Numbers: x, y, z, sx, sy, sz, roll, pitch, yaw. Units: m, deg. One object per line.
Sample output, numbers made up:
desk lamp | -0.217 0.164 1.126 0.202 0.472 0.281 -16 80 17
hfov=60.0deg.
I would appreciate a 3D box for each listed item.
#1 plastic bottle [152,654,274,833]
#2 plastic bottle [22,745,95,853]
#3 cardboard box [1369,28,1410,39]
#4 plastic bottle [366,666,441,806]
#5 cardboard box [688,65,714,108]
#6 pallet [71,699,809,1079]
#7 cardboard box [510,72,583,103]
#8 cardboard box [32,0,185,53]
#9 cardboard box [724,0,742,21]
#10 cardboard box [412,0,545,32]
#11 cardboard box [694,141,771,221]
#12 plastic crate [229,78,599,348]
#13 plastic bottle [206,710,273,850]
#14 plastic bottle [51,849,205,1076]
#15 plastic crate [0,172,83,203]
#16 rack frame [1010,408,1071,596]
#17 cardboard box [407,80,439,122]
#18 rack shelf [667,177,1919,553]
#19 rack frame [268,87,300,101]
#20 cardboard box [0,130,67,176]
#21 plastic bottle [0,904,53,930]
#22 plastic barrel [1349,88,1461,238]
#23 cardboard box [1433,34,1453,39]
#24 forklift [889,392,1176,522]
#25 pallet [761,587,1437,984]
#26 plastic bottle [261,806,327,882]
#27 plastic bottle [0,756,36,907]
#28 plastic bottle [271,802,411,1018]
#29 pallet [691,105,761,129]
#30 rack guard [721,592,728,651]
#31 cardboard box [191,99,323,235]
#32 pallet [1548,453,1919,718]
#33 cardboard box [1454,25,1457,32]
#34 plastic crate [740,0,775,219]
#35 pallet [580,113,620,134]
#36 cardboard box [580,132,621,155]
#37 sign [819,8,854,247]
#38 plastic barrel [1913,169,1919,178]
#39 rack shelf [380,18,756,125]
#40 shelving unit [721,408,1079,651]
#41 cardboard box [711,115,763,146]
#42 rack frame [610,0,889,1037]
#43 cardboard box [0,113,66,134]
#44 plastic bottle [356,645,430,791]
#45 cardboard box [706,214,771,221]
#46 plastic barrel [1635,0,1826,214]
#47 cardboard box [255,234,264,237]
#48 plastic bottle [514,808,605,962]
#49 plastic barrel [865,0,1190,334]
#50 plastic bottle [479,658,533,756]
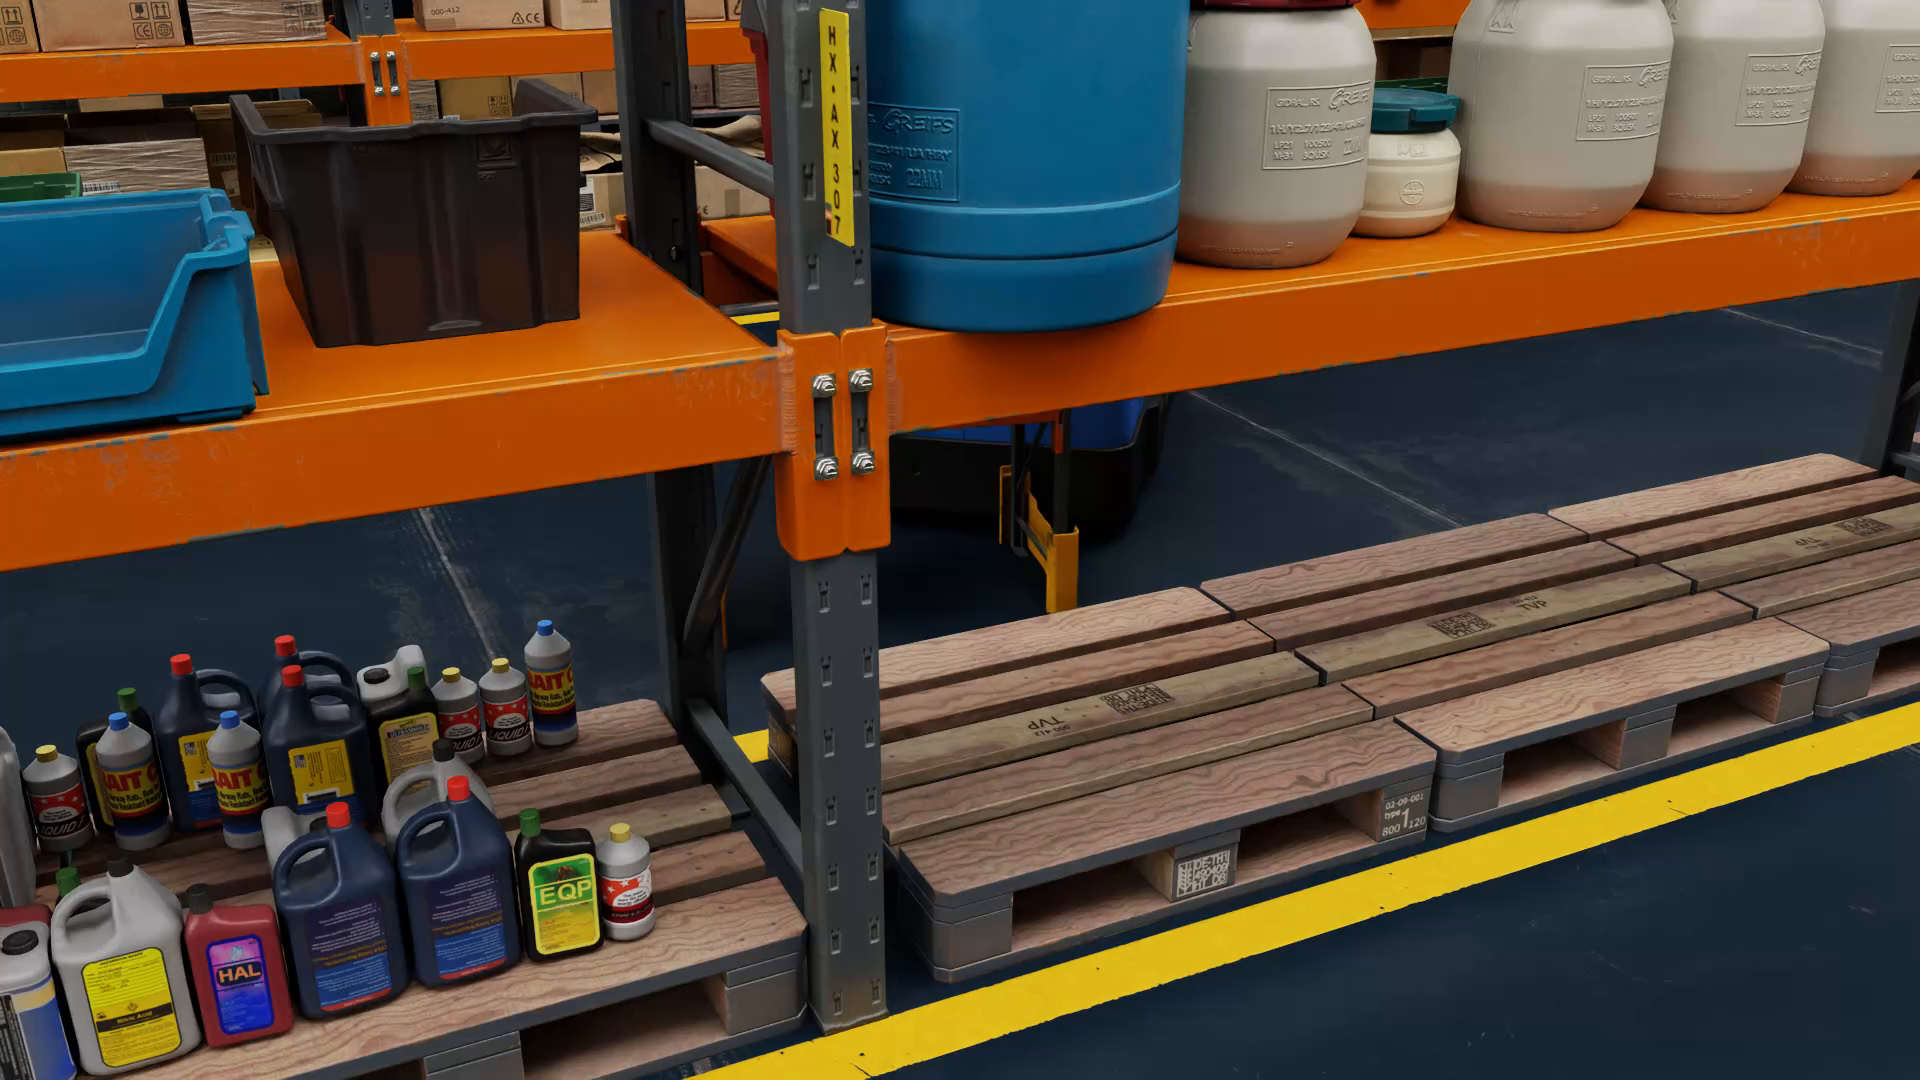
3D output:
plastic bottle | -1.484 0.386 3.285 0.185 0.351 0.144 -12 25 -26
plastic bottle | -1.749 0.493 3.220 0.097 0.201 0.097 0 22 0
cardboard box | 3.678 -4.609 15.181 0.500 0.500 0.700 -11 25 -24
plastic bottle | -1.116 0.396 3.348 0.133 0.283 0.061 -10 25 -24
cardboard box | -2.240 -3.601 12.720 0.500 0.500 0.700 -10 25 -24
pallet | -1.030 0.728 3.215 1.213 0.211 1.003 -10 25 -24
cardboard box | -3.126 -3.421 12.287 0.500 0.500 0.700 -10 25 -23
cardboard box | -3.421 -2.246 6.623 0.500 0.500 0.700 -11 25 -24
cardboard box | -0.926 -2.703 7.728 0.500 0.500 0.500 -10 25 -24
cardboard box | -2.127 -2.392 7.304 0.500 0.250 0.500 -9 24 -20
cardboard box | -1.152 -1.698 7.743 0.500 0.311 0.500 -11 25 -25
plastic crate | -0.933 -0.586 2.824 0.504 0.338 0.767 -10 25 -24
plastic bottle | -1.392 0.457 3.217 0.097 0.271 0.097 0 22 0
plastic bottle | -1.326 0.655 2.634 0.185 0.351 0.144 -11 25 -24
plastic crate | -1.752 -0.432 2.648 0.662 0.188 0.450 -10 25 -24
rack frame | 0.230 -0.586 4.705 0.032 1.500 0.500 -5 23 -13
cardboard box | -4.047 -3.248 11.867 0.500 0.500 0.700 -10 24 -22
rack shelf | 1.396 -0.657 3.855 4.000 0.370 1.077 -10 25 -24
rack frame | -4.703 -4.072 11.164 0.127 3.000 1.000 -10 25 -24
cardboard box | -3.779 -1.320 6.582 0.500 0.500 0.500 -10 25 -24
plastic bottle | -1.521 0.675 2.674 0.133 0.283 0.061 -10 25 -24
plastic barrel | 0.853 -0.760 3.345 0.301 0.262 0.301 0 22 0
cardboard box | 3.215 -2.925 10.106 0.500 0.250 0.500 -10 25 -24
forklift | 0.311 -1.942 6.109 1.130 2.935 3.031 4 23 11
pallet | 0.284 0.487 3.796 1.213 0.211 1.003 -10 25 -24
plastic bottle | -1.122 0.589 2.891 0.135 0.276 0.152 -10 25 -24
plastic bottle | -1.780 0.537 3.016 0.135 0.276 0.152 -10 25 -24
plastic bottle | -1.035 0.601 2.764 0.185 0.351 0.144 -12 25 -26
pallet | -1.804 -3.318 12.989 1.213 0.211 1.003 -10 25 -24
rack guard | -0.739 0.081 4.727 0.087 0.250 0.587 -5 23 -13
cardboard box | -3.105 -1.666 7.419 0.500 0.500 0.500 -10 25 -24
pallet | 2.483 0.083 4.774 1.213 0.211 1.003 -10 25 -24
cardboard box | 4.618 -4.784 15.604 0.500 0.500 0.700 -11 25 -25
plastic crate | -0.103 -0.873 3.353 0.583 0.464 0.402 -10 25 -24
pallet | -2.901 -3.117 12.503 1.213 0.211 1.003 -10 25 -24
cardboard box | -1.845 -1.802 7.995 0.500 0.311 0.500 -10 24 -22
sign | -0.178 -0.594 2.401 0.005 0.325 0.100 -10 25 -24
plastic barrel | 2.364 -1.128 3.908 0.421 0.512 0.421 0 22 0
rack shelf | -0.749 -2.364 7.981 4.000 0.370 1.077 -10 25 -24
shelving unit | -0.255 -0.541 4.596 1.083 1.500 0.587 -5 23 -13
cardboard box | -0.940 -1.966 8.391 0.500 0.311 0.500 -11 25 -24
rack frame | -0.406 -0.657 2.916 0.127 3.000 1.000 -10 25 -24
cardboard box | -4.006 -1.500 7.018 0.500 0.500 0.500 -10 25 -24
plastic bottle | -1.163 0.363 3.438 0.135 0.276 0.152 -9 24 -22
cardboard box | -1.154 -1.441 7.856 0.500 0.250 0.500 -11 25 -25
plastic barrel | 1.602 -0.997 3.558 0.433 0.535 0.433 0 22 0
cardboard box | -3.101 -1.316 7.554 0.500 0.250 0.500 -10 25 -24
plastic bottle | -0.697 0.588 2.884 0.133 0.283 0.061 -9 24 -21
plastic barrel | 0.073 -0.849 2.723 0.708 0.901 0.600 -10 25 -24
plastic bottle | -0.975 0.351 3.564 0.097 0.201 0.097 0 22 0
